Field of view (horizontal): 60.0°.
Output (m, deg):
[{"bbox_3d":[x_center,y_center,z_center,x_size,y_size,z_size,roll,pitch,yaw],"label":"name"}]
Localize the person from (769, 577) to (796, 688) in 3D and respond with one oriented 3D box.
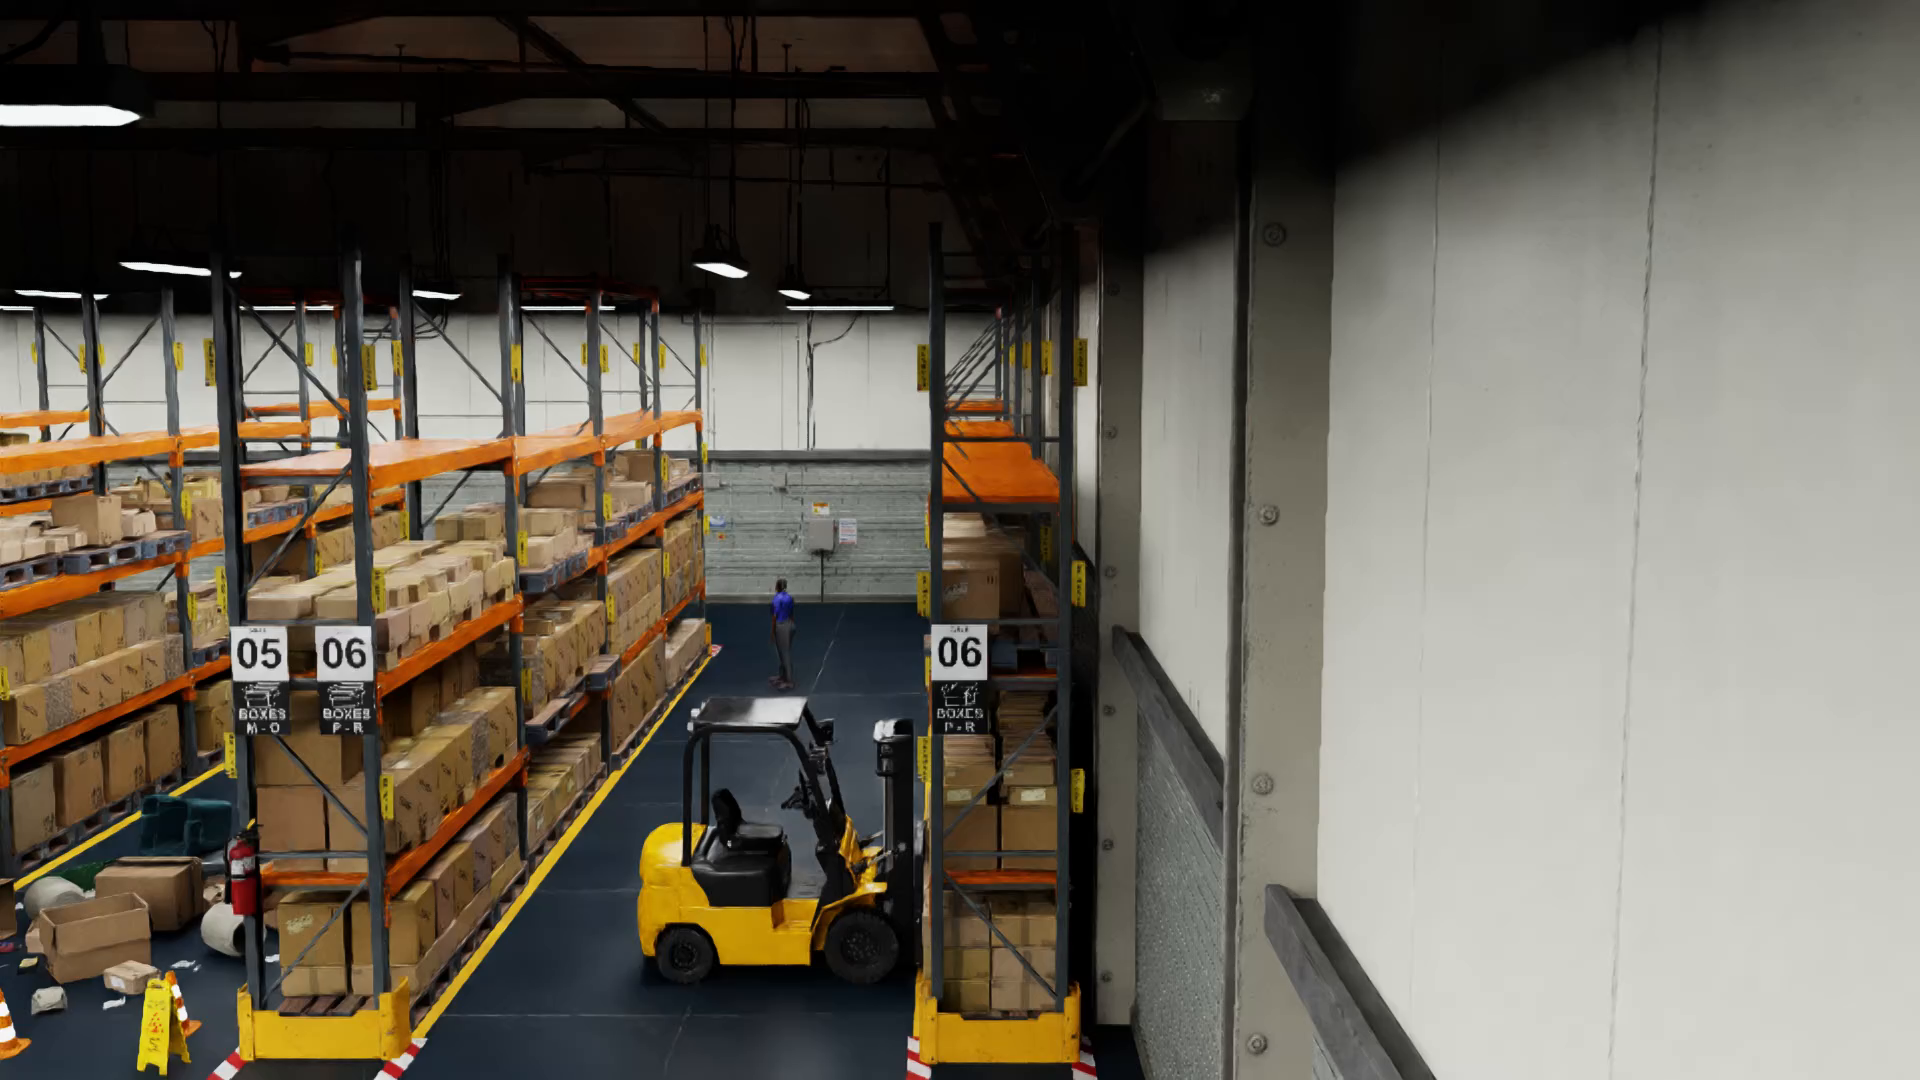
[{"bbox_3d":[-2.718,1.386,25.290,0.556,1.650,0.588,3,7,24],"label":"person"}]
